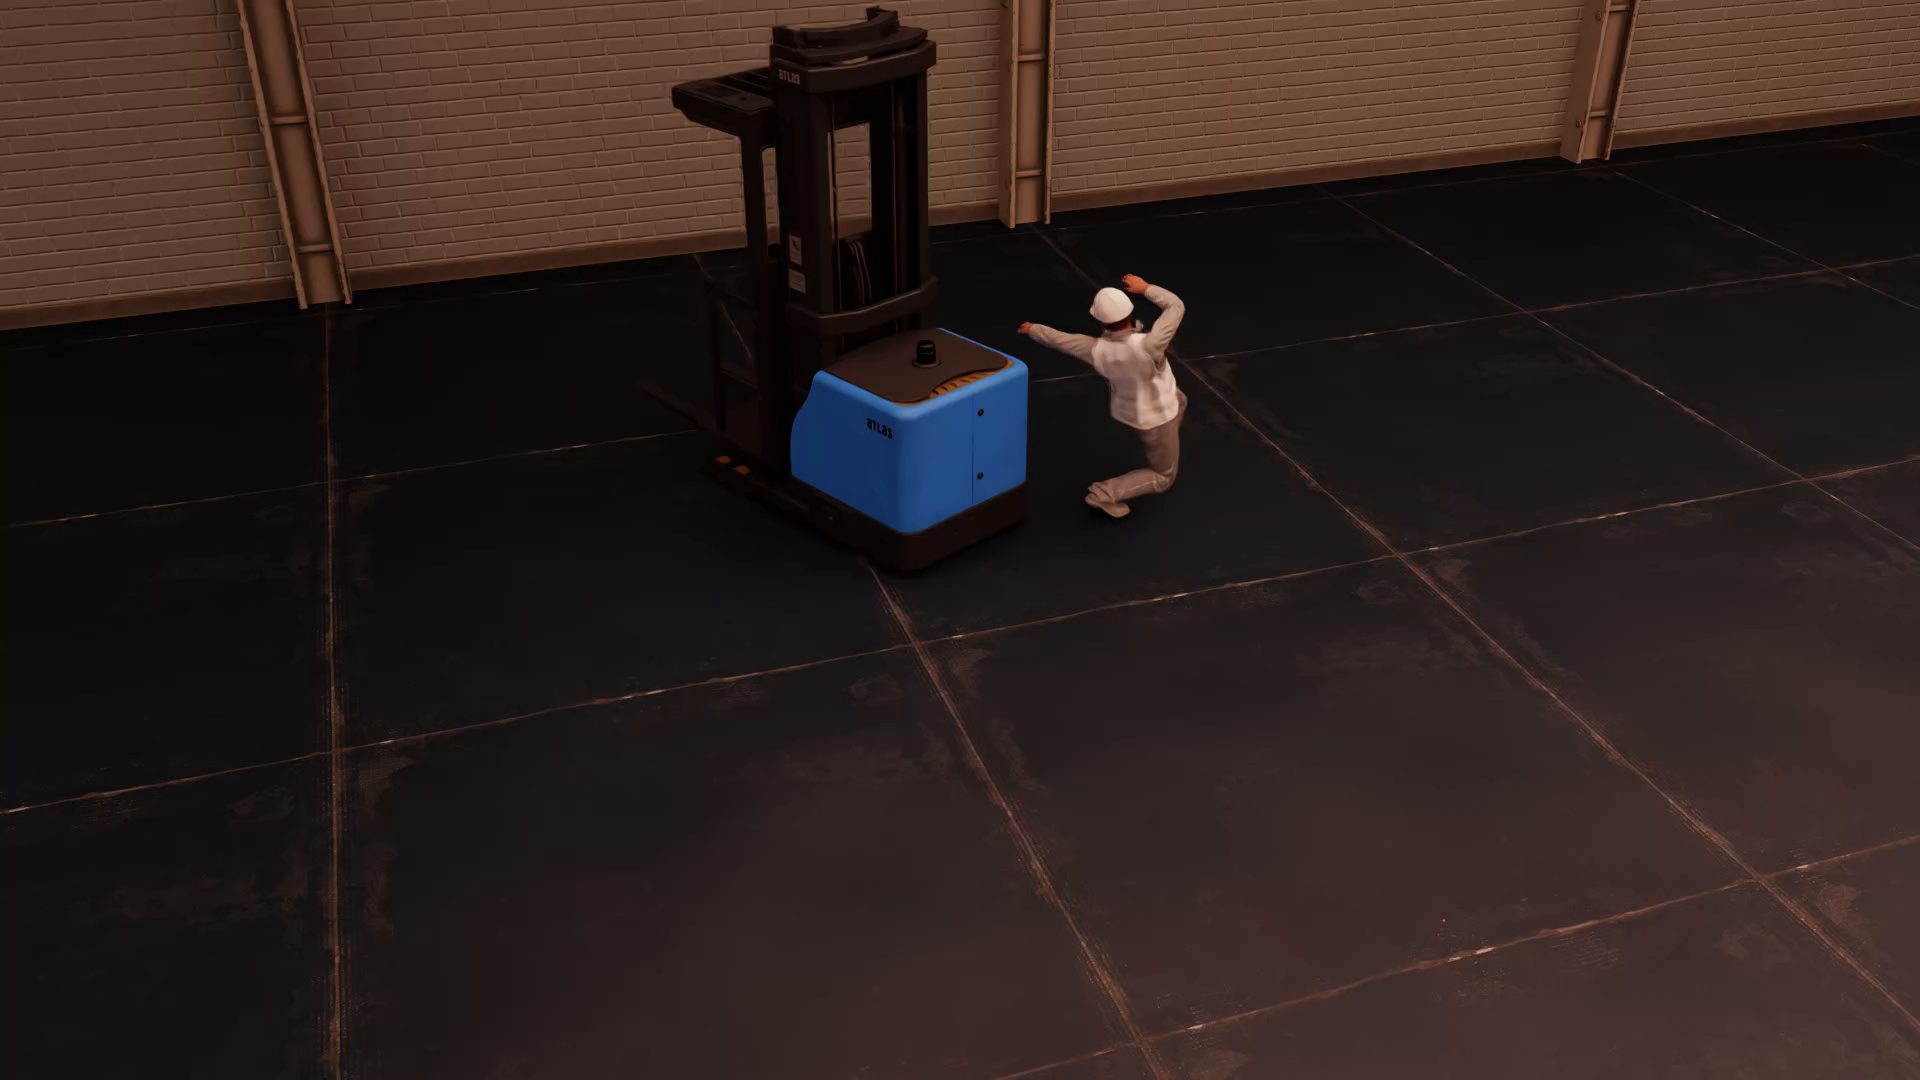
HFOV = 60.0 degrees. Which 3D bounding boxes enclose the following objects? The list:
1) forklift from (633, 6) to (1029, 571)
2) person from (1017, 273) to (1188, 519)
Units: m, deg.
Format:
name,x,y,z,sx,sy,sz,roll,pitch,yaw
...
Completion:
name,x,y,z,sx,sy,sz,roll,pitch,yaw
forklift,-0.969,-1.734,10.101,1.130,2.935,3.031,-26,39,-37
person,0.965,-0.977,10.268,0.896,1.486,1.043,-22,37,-33
